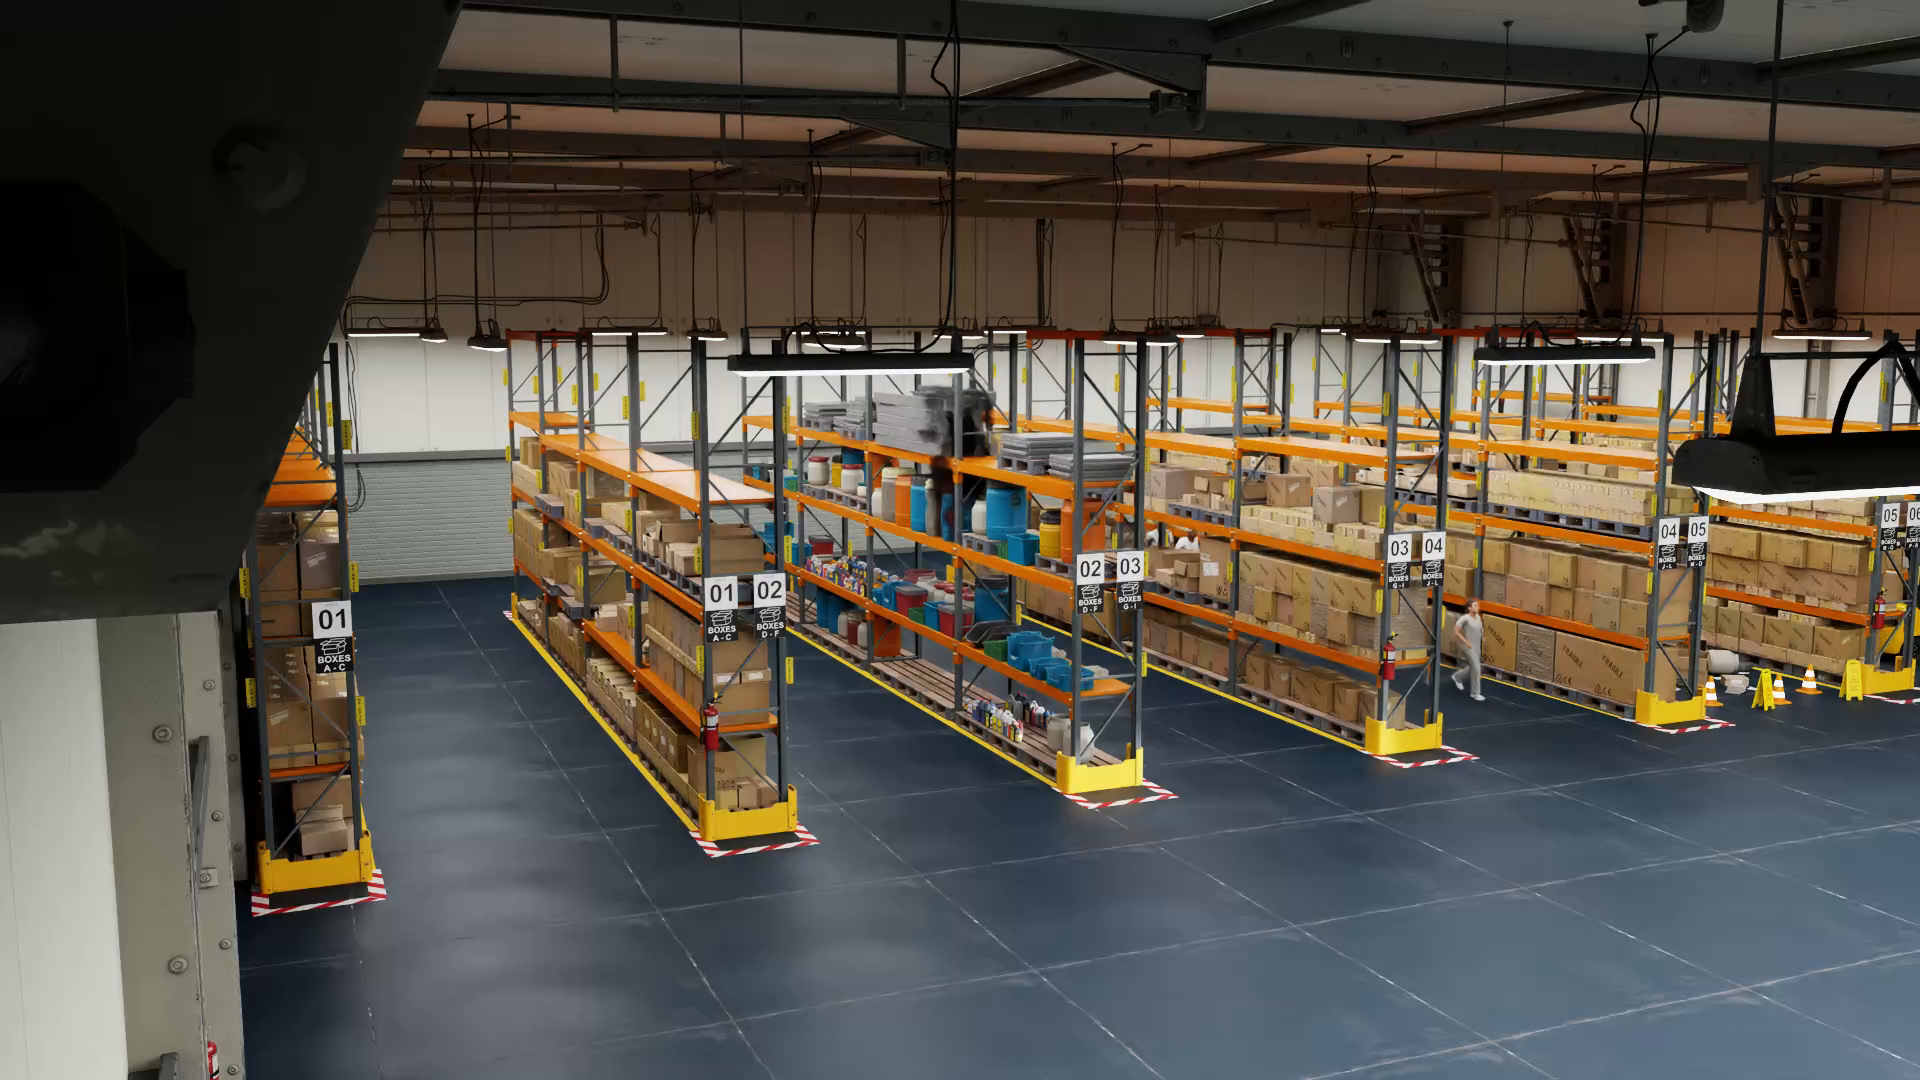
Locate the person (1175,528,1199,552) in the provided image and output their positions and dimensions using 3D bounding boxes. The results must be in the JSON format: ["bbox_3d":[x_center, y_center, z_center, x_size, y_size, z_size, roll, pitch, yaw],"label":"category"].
[{"bbox_3d":[4.954,0.538,36.216,0.726,1.758,1.021,-4,9,-28],"label":"person"}]

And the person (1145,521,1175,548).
[{"bbox_3d":[4.493,0.390,37.246,0.659,1.810,0.902,-3,8,-21],"label":"person"}]

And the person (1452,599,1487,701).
[{"bbox_3d":[8.409,1.783,27.506,0.574,1.658,0.752,-5,9,-33],"label":"person"}]
